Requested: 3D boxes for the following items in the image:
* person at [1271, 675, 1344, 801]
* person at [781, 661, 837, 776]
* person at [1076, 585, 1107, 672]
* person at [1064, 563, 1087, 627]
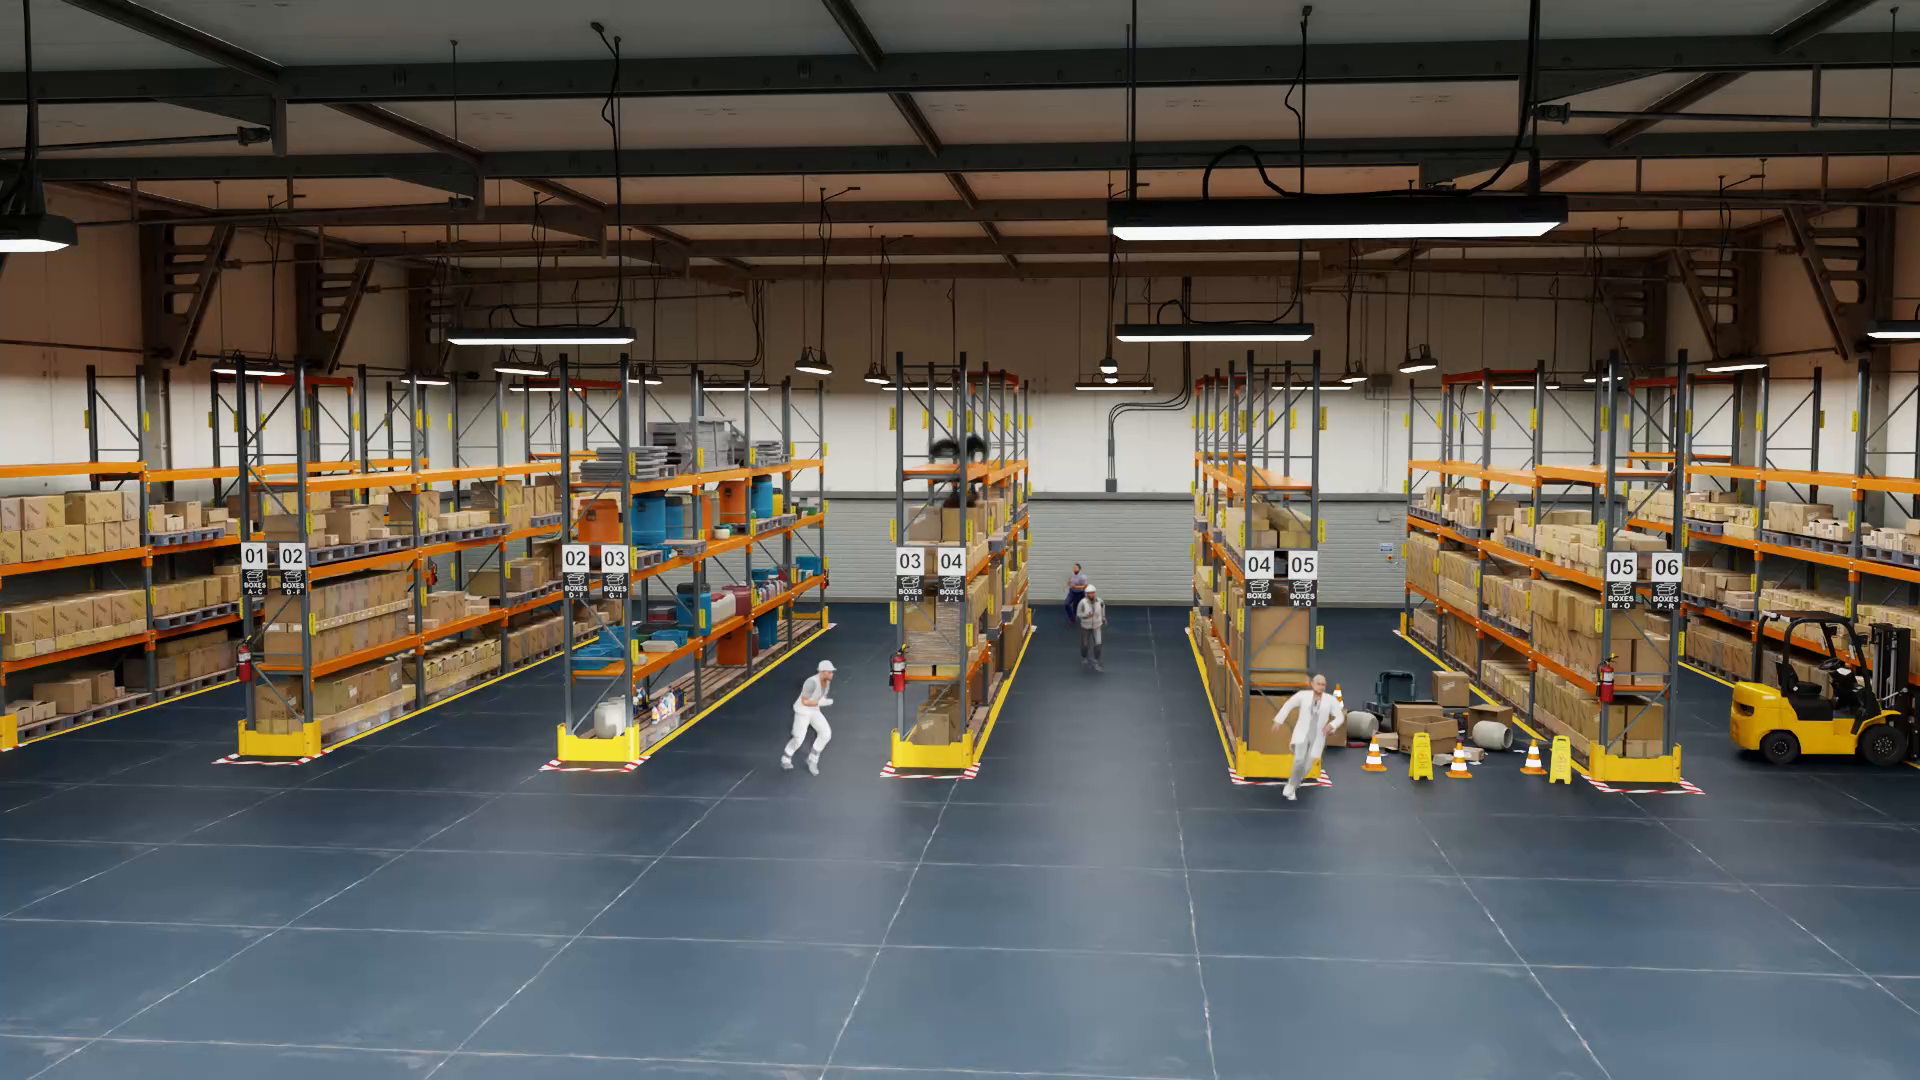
[{"bbox_3d":[4.612,2.619,21.941,0.879,1.693,0.757,0,4,-2],"label":"person"},{"bbox_3d":[-2.130,2.515,23.613,0.985,1.674,0.705,3,5,32],"label":"person"},{"bbox_3d":[2.644,1.755,33.588,0.659,1.750,0.975,0,4,-6],"label":"person"},{"bbox_3d":[2.813,1.335,40.548,0.746,1.567,0.670,2,5,31],"label":"person"}]
